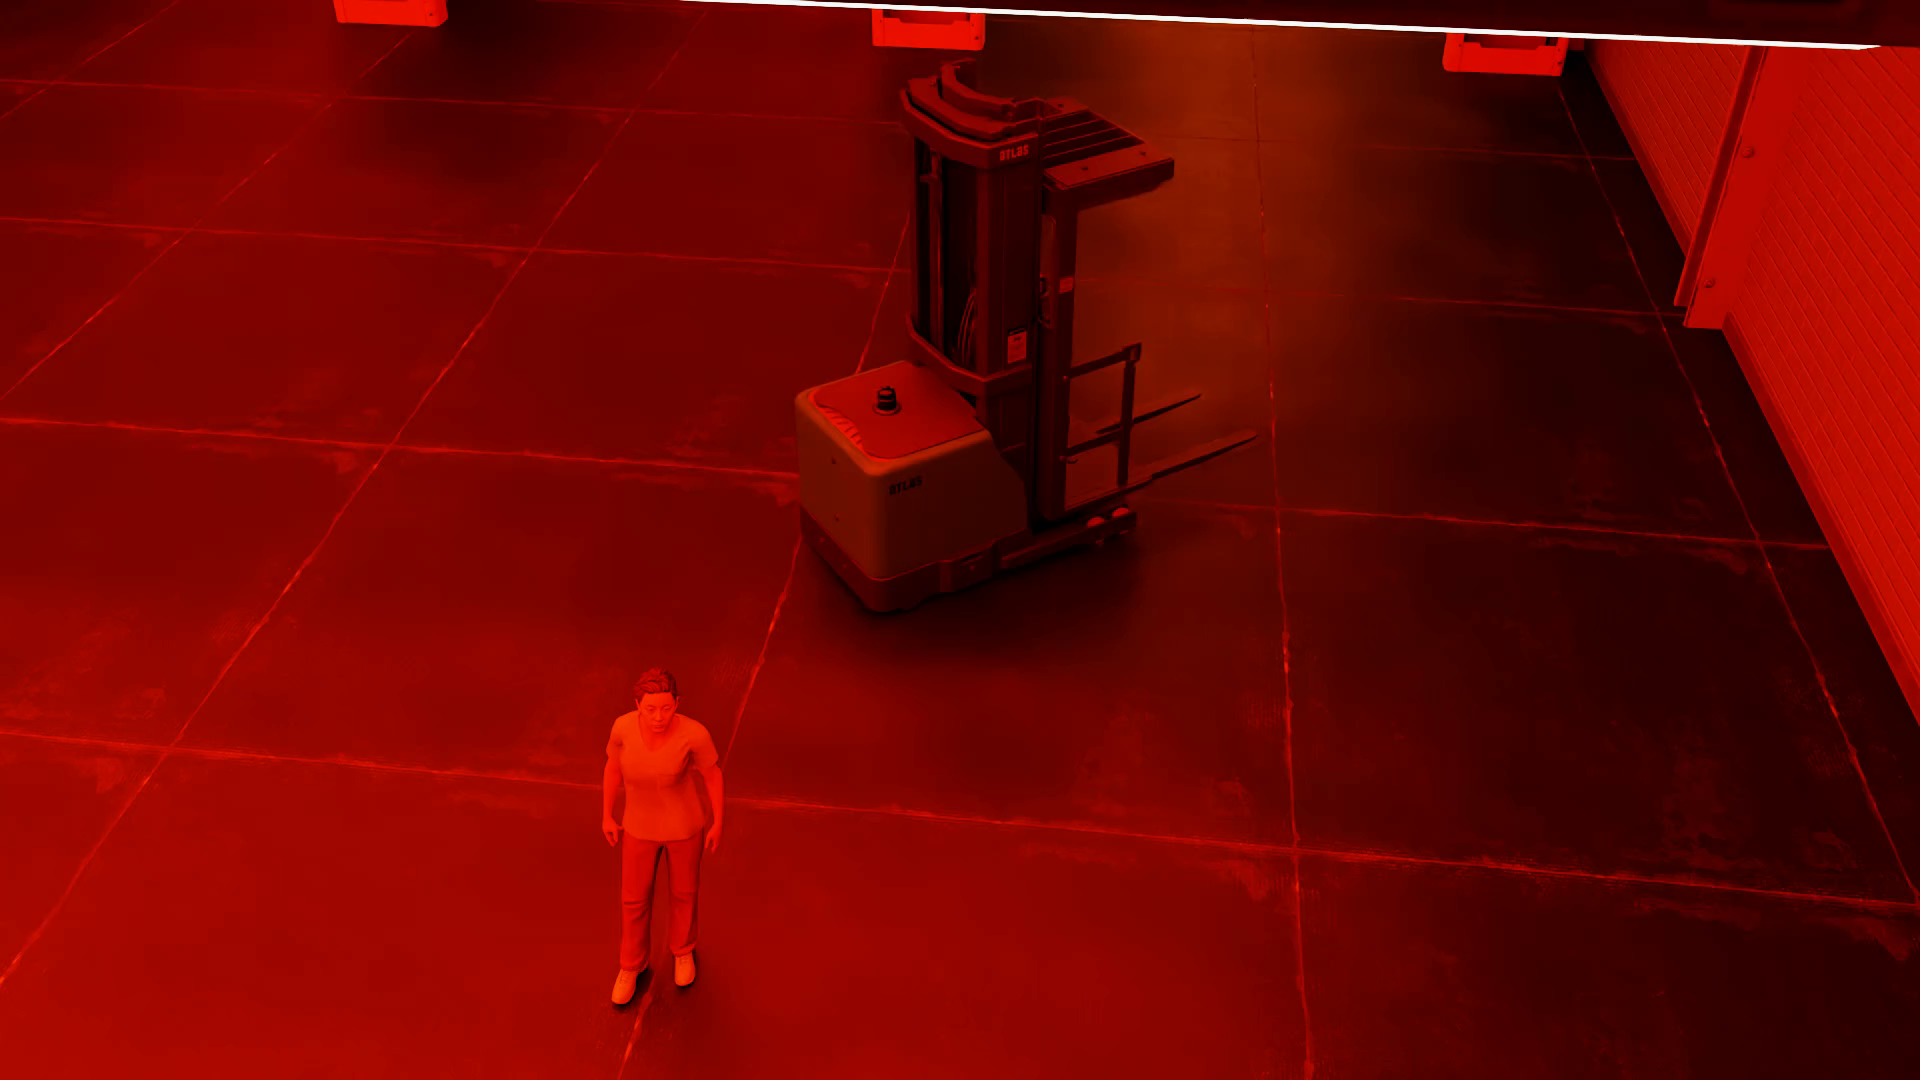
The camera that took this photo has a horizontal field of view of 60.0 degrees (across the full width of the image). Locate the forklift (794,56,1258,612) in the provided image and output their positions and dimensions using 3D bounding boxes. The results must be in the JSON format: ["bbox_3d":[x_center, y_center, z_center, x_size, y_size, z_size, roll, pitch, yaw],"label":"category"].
[{"bbox_3d":[0.524,-1.405,9.936,3.031,2.935,1.130,-20,41,-25],"label":"forklift"}]

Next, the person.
[{"bbox_3d":[-1.316,1.303,7.307,0.554,1.673,0.548,1,36,1],"label":"person"}]
